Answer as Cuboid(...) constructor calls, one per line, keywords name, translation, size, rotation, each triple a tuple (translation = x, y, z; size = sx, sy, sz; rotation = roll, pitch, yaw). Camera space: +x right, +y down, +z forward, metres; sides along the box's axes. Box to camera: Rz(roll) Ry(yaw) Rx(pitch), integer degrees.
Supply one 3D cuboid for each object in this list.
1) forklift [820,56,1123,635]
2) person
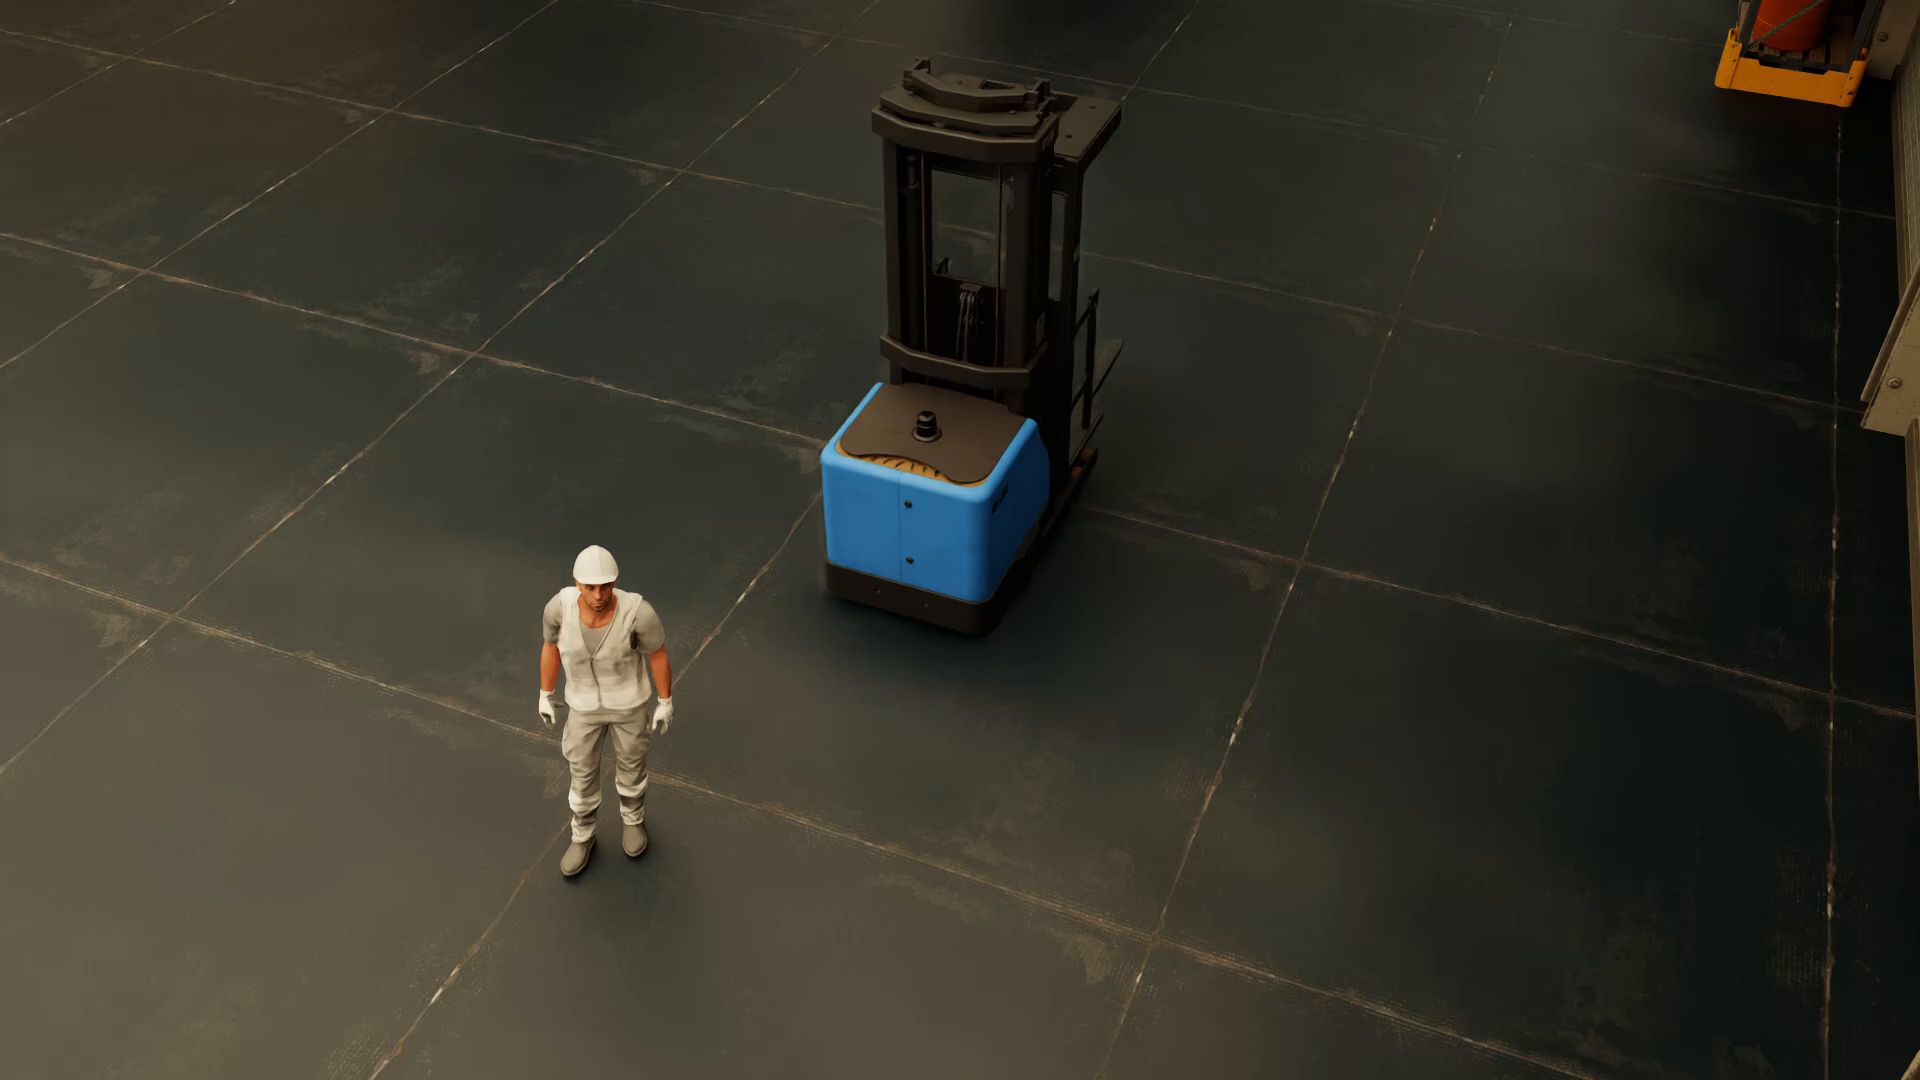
Cuboid(name="forklift", translation=(0.243, -1.531, 9.836), size=(1.130, 2.935, 3.031), rotation=(15, 42, 17))
Cuboid(name="person", translation=(-1.689, 0.821, 7.904), size=(0.638, 1.787, 0.563), rotation=(-1, 40, -1))
